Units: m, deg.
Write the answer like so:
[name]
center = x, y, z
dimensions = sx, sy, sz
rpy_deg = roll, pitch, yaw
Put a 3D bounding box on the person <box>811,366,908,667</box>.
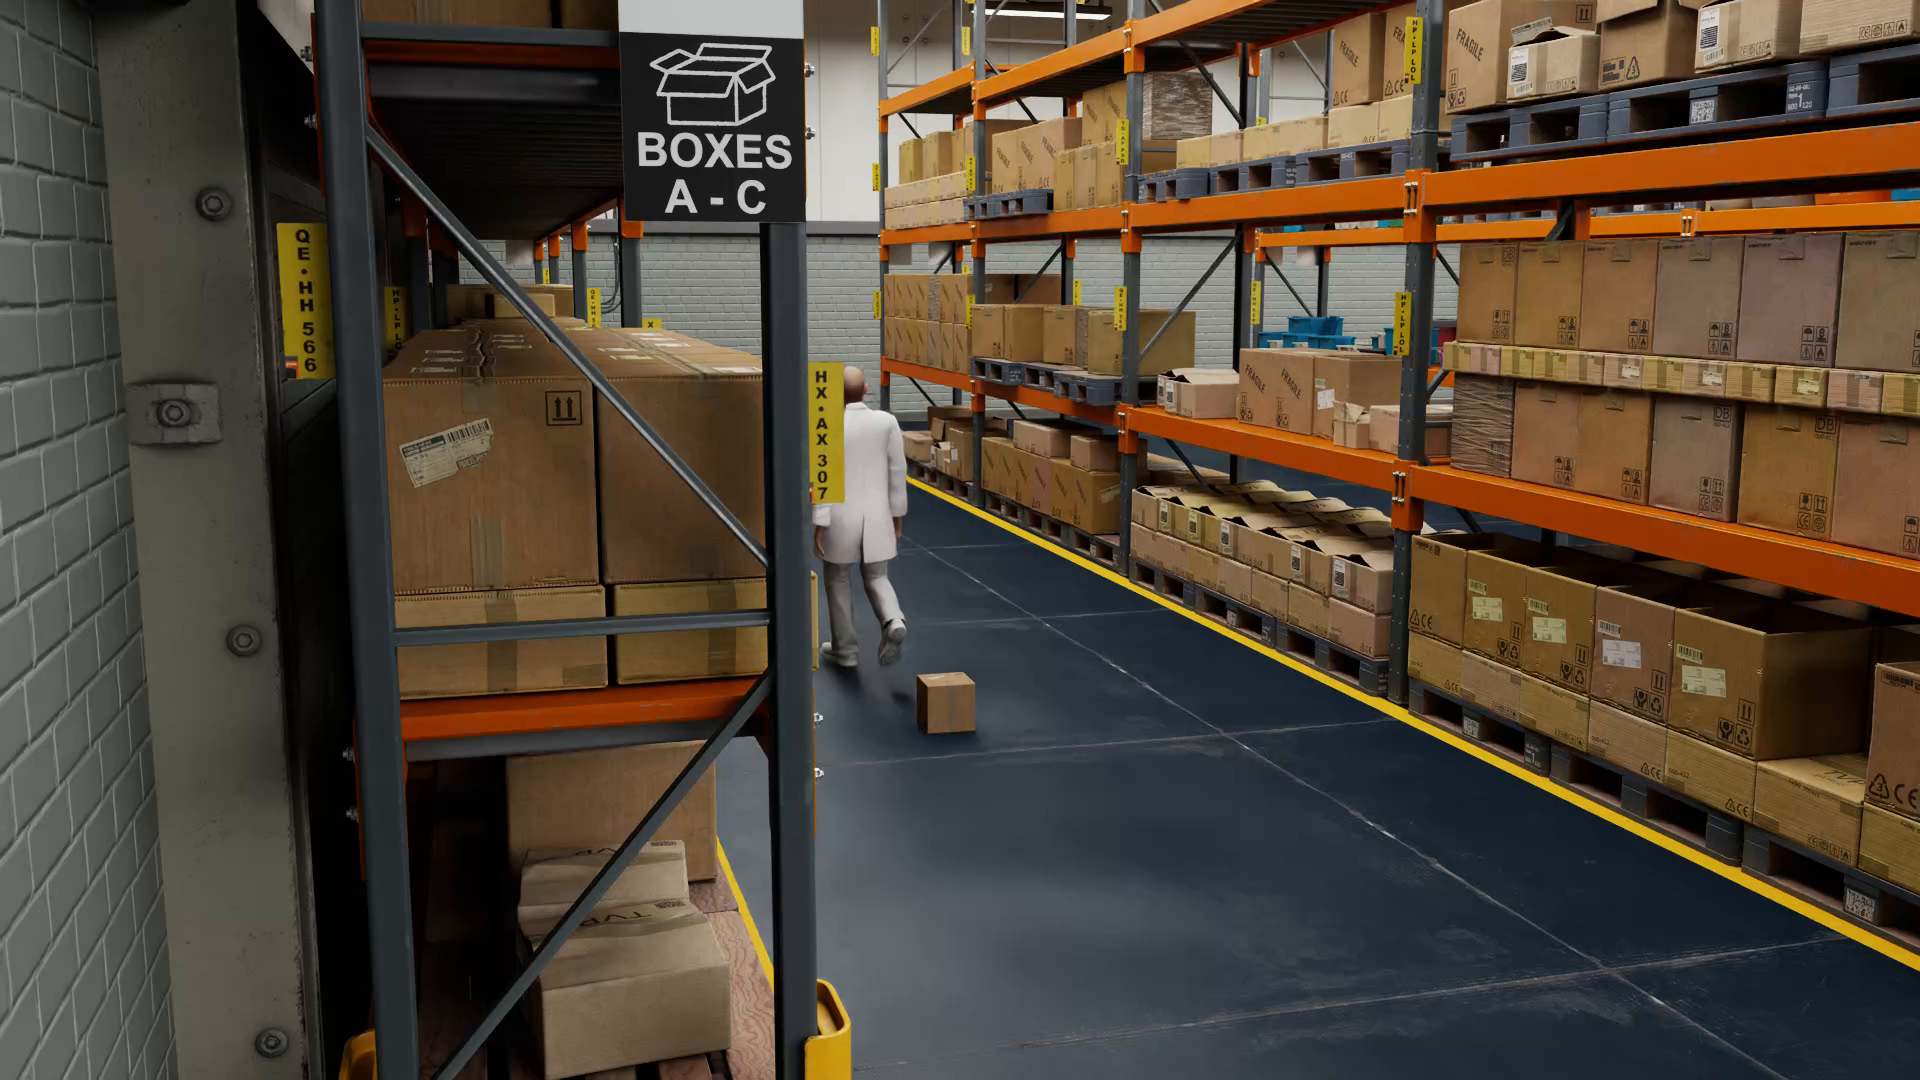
[person]
center = -0.559, -0.114, 9.542
dimensions = 0.598, 1.753, 0.885
rpy_deg = -4, 10, -23
